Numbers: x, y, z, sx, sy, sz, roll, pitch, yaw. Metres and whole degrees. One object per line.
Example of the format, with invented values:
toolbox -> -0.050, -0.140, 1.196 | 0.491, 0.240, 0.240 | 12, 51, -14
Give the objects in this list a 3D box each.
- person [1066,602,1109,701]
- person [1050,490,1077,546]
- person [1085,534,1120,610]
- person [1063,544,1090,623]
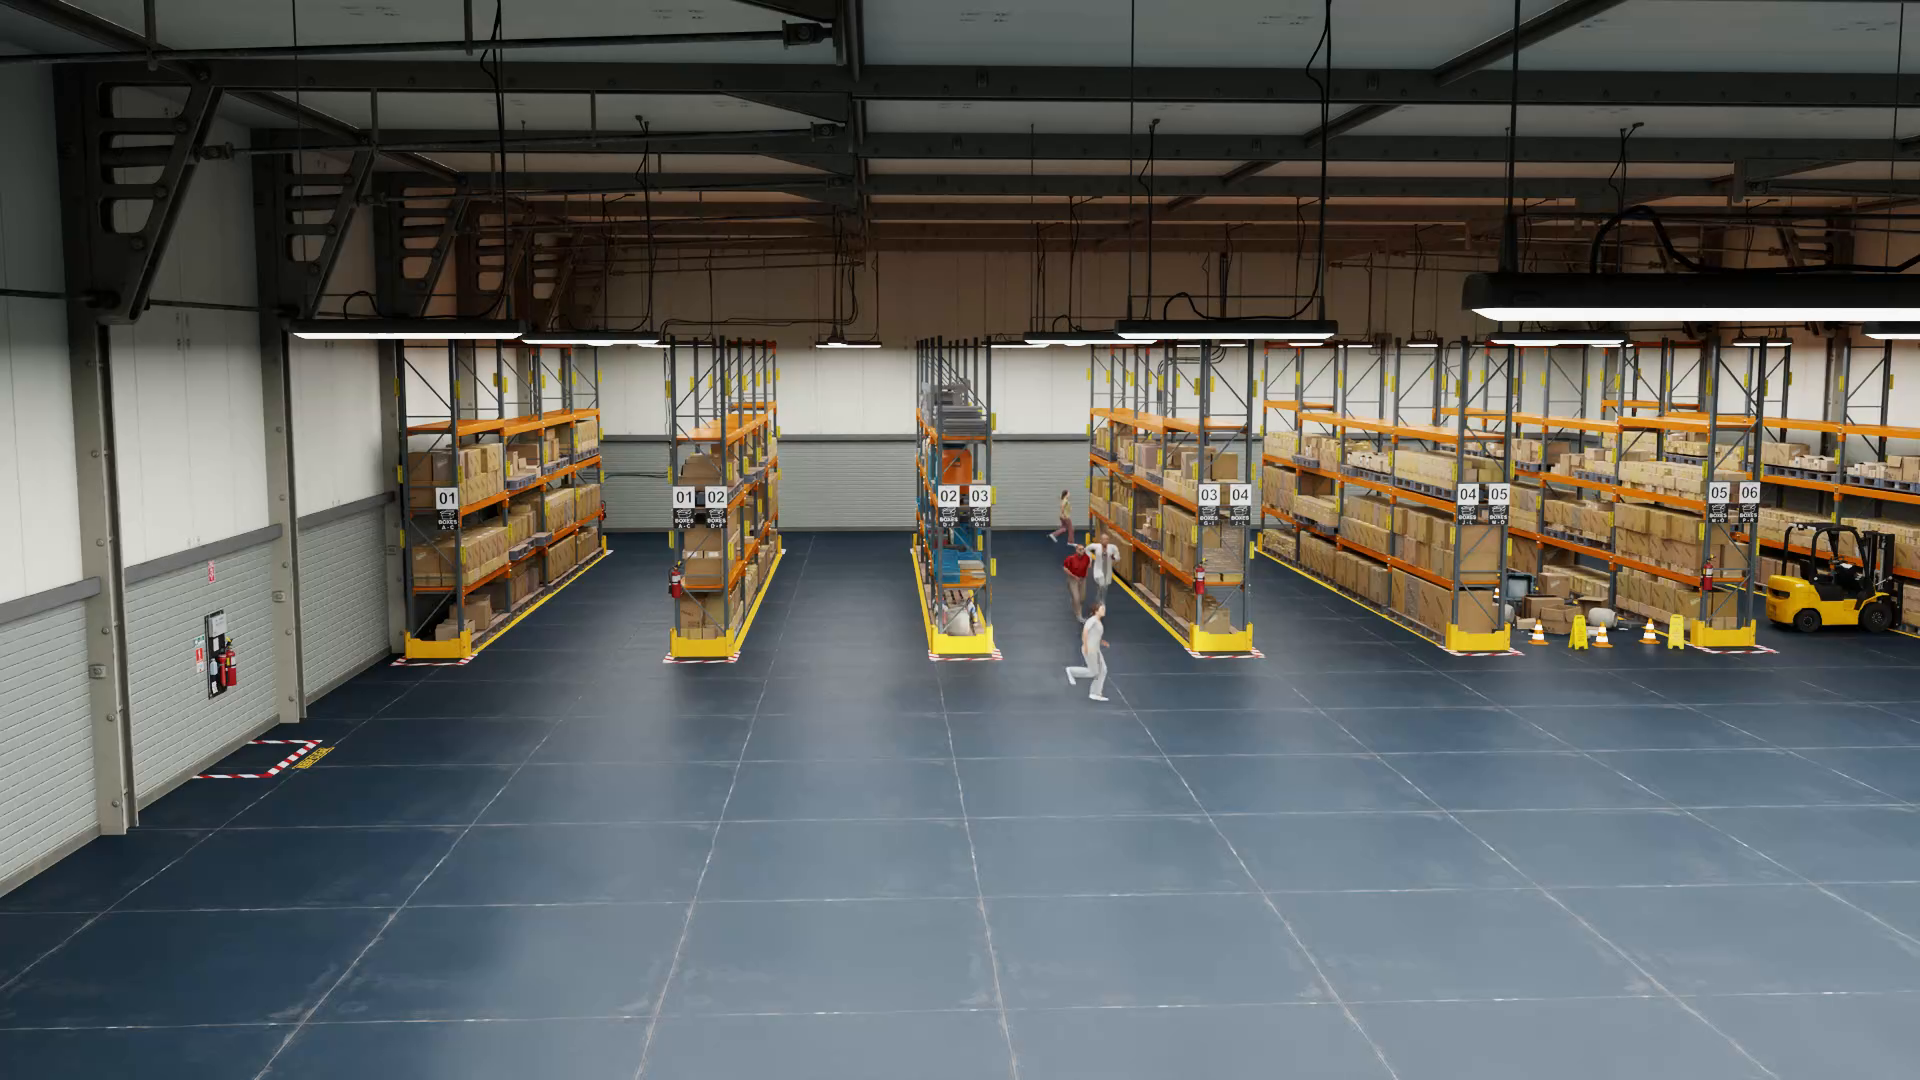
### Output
person -> 2.111, 1.831, 27.436 | 0.705, 1.631, 0.587 | 3, 7, 22
person -> 3.081, -0.642, 48.917 | 0.783, 1.665, 0.608 | -1, 7, -10
person -> 3.094, 0.737, 36.182 | 0.694, 1.780, 1.014 | -1, 7, -12
person -> 2.464, 0.897, 35.358 | 0.653, 1.676, 0.756 | -2, 7, -16
